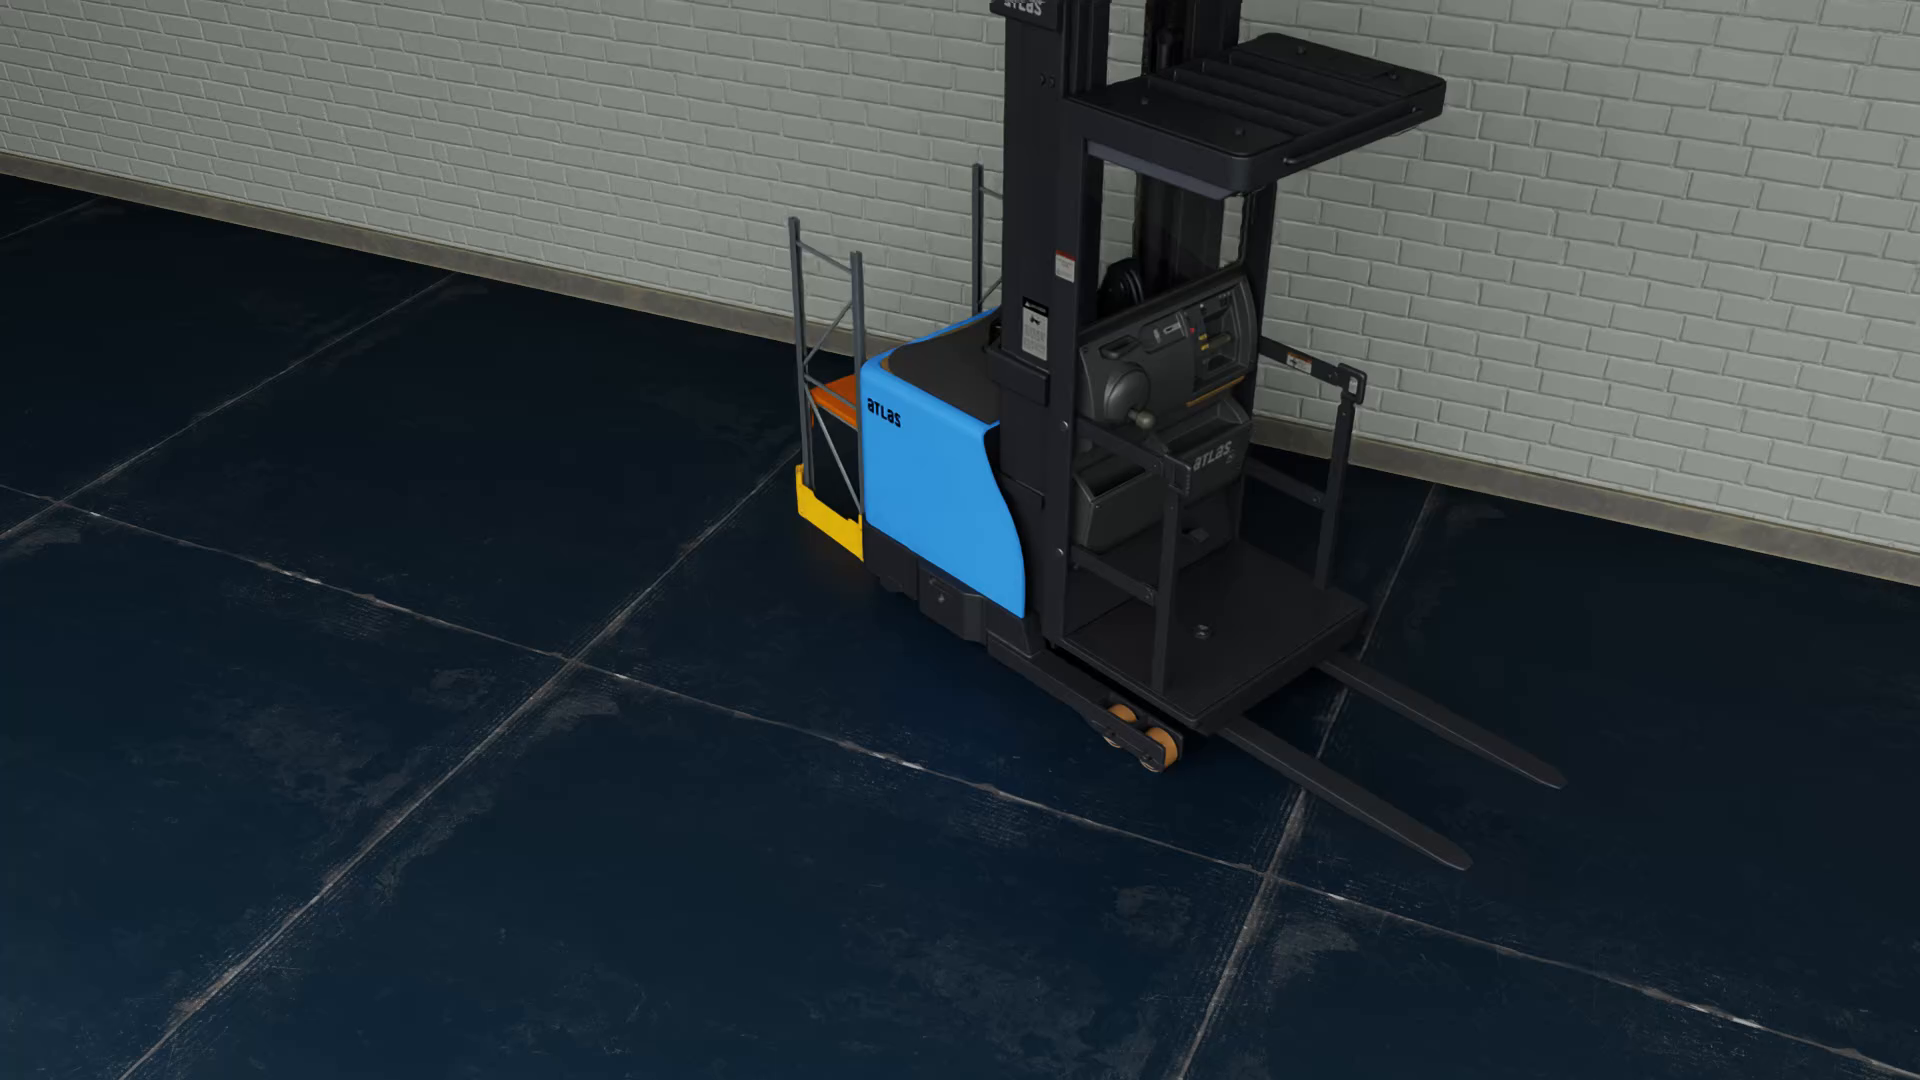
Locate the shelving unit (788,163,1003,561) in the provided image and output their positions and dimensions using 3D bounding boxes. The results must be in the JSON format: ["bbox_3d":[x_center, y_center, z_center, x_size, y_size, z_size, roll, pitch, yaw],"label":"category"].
[{"bbox_3d":[-0.178,-0.821,7.634,1.083,1.500,0.587,-24,40,-32],"label":"shelving unit"}]

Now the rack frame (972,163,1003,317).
[{"bbox_3d":[0.225,-0.998,7.905,0.032,1.500,0.500,-24,40,-32],"label":"rack frame"}]

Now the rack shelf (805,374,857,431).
[{"bbox_3d":[-0.171,-0.674,7.737,1.000,0.185,0.538,-24,40,-32],"label":"rack shelf"}]

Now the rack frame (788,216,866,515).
[{"bbox_3d":[-0.568,-0.650,7.373,0.032,1.500,0.500,-24,40,-32],"label":"rack frame"}]

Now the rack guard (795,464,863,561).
[{"bbox_3d":[-0.567,-0.127,7.716,0.087,0.250,0.587,-24,40,-32],"label":"rack guard"}]

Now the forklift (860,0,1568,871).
[{"bbox_3d":[0.931,-0.655,6.075,1.130,2.935,3.031,-27,42,-34],"label":"forklift"}]
